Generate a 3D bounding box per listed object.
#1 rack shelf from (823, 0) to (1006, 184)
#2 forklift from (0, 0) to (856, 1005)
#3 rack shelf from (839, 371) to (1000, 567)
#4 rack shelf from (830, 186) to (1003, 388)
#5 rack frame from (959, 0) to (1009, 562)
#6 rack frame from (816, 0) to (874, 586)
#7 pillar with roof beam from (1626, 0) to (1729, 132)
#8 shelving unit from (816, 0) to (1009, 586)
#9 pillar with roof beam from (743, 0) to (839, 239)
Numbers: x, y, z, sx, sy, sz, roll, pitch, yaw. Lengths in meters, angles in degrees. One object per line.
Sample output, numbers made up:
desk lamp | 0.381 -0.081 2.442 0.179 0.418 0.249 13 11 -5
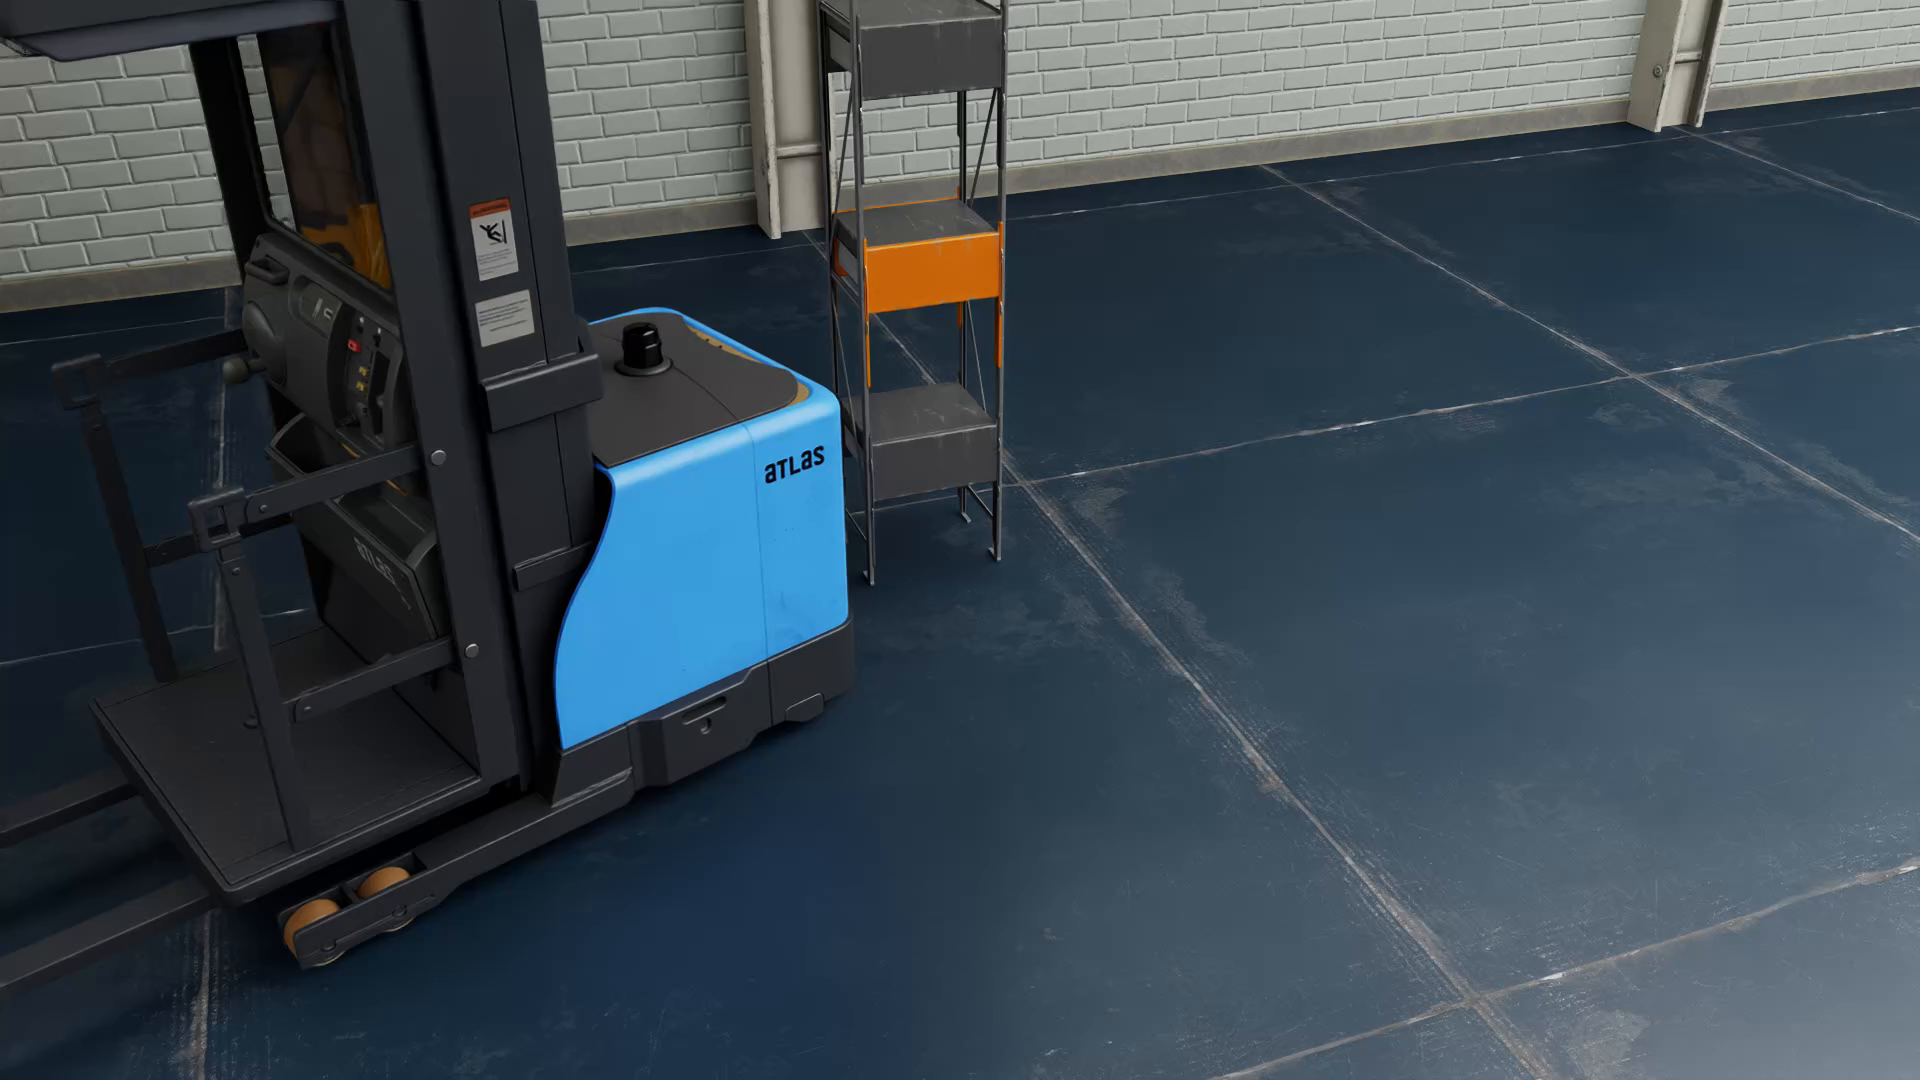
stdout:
rack shelf | -0.155 -1.480 5.340 0.480 0.518 0.431 -10 31 -18
forklift | -1.776 -0.464 4.104 3.031 2.935 1.130 -23 37 -35
rack shelf | -0.155 -0.264 6.033 0.480 0.518 0.431 -10 31 -18
rack shelf | -0.155 -0.872 5.687 0.480 0.518 0.431 -10 31 -18
rack frame | 0.074 -0.926 5.754 0.015 2.100 0.400 -10 31 -18
rack frame | -0.384 -0.842 5.606 0.015 2.100 0.400 -10 31 -18
pillar with roof beam | 6.215 -4.711 5.428 0.400 9.000 9.100 -10 31 -18
shelving unit | -0.155 -0.884 5.680 0.503 2.100 0.431 -10 31 -18
pillar with roof beam | 0.592 -3.675 3.611 0.400 9.000 9.100 -10 31 -18
